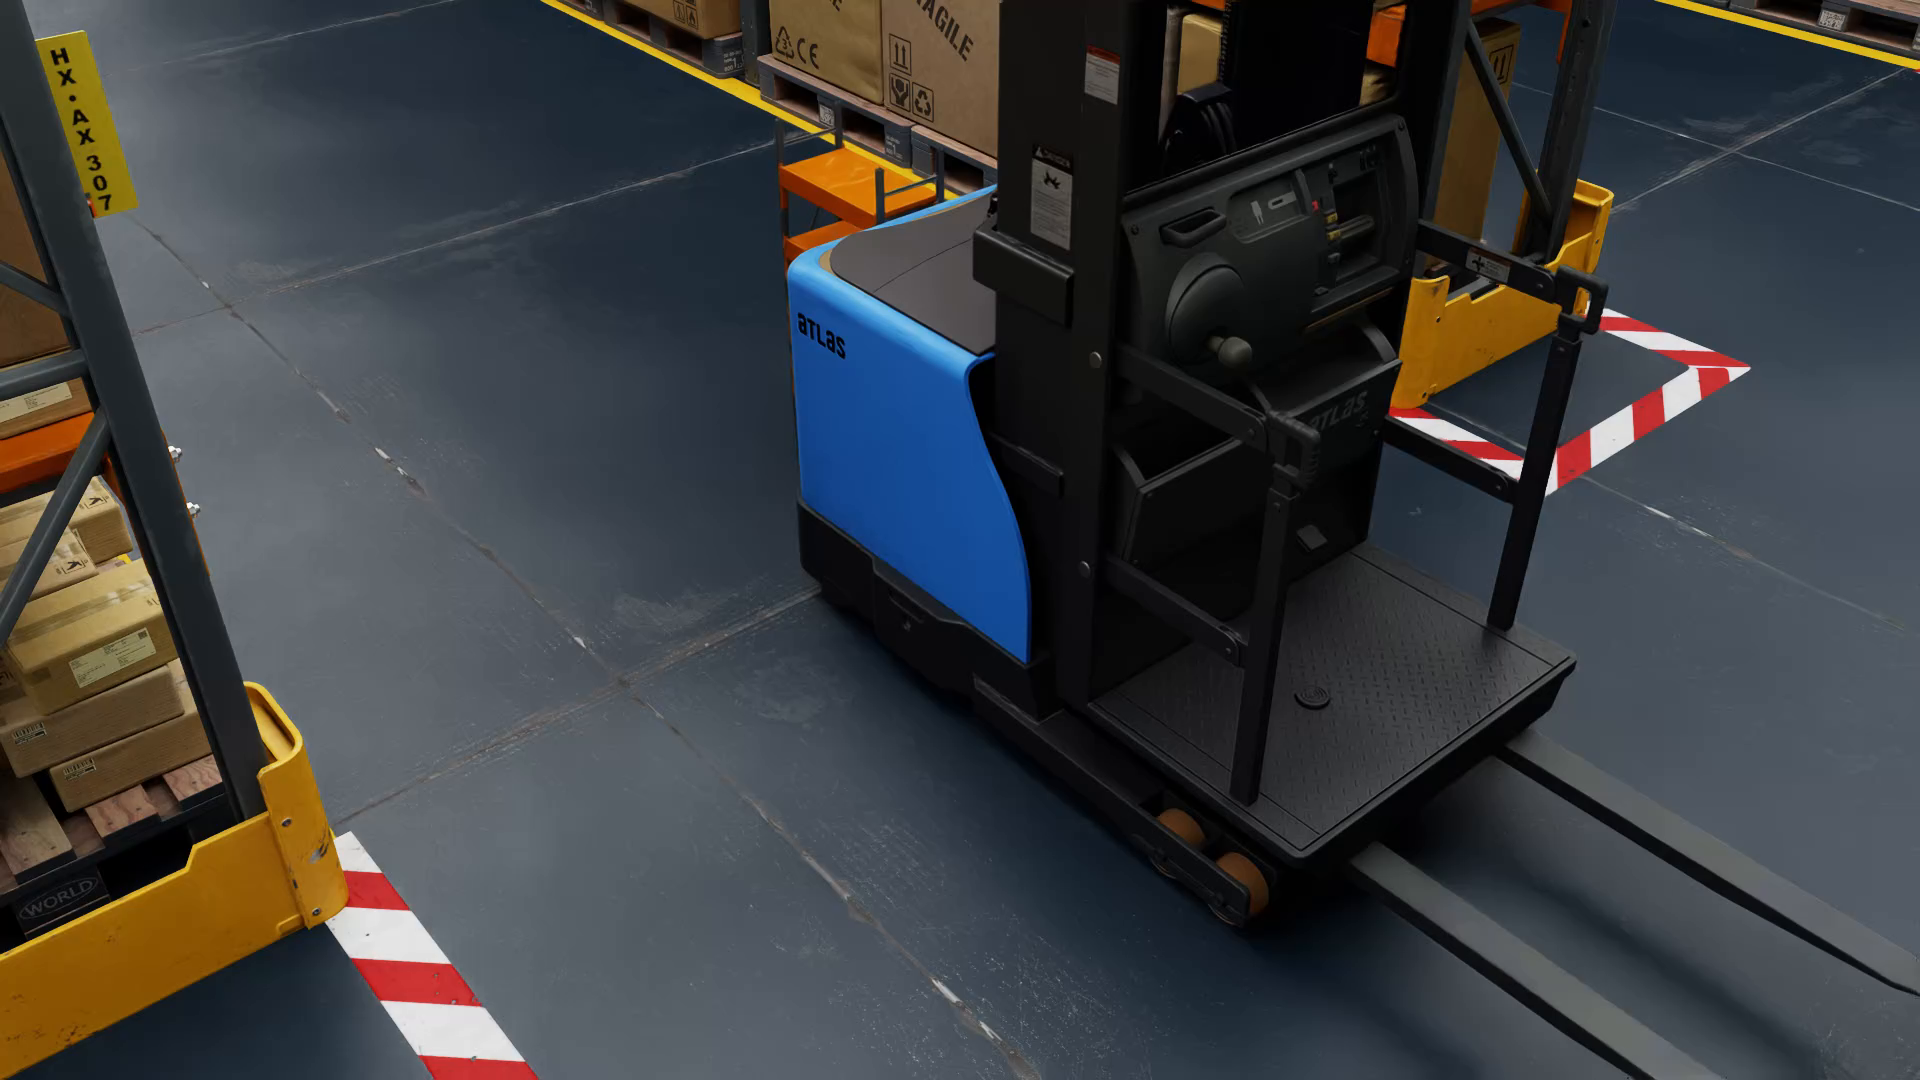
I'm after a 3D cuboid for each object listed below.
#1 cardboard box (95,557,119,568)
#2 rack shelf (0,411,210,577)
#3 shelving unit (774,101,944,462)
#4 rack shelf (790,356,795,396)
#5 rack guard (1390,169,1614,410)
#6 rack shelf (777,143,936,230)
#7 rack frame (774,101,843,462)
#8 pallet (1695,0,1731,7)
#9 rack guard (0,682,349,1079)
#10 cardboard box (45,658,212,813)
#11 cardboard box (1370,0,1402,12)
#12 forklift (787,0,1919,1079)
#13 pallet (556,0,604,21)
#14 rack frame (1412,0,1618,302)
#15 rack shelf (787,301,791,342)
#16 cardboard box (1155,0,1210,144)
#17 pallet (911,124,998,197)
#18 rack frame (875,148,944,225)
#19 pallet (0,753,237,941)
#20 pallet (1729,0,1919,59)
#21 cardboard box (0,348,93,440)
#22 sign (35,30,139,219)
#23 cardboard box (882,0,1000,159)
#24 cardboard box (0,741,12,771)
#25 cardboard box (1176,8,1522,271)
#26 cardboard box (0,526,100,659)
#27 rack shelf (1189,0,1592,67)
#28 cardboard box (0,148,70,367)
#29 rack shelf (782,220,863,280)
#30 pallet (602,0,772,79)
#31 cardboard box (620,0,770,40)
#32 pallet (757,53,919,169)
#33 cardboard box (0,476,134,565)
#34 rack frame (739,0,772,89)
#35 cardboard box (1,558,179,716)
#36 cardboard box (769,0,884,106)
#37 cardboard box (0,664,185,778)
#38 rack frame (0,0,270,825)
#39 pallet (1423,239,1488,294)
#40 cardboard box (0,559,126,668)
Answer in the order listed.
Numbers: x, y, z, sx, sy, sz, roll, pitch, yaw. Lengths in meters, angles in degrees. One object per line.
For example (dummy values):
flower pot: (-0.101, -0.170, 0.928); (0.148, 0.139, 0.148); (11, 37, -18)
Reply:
cardboard box: (-2.531, 0.125, 4.582); (0.380, 0.149, 0.250); (-25, 43, -31)
rack shelf: (-3.250, -0.760, 4.350); (1.077, 0.370, 4.000); (-26, 43, -32)
shelving unit: (-0.299, -0.693, 5.191); (0.258, 1.200, 0.503); (-26, 43, -32)
rack shelf: (-0.299, -0.476, 5.344); (0.258, 0.148, 0.480); (-26, 43, -32)
rack guard: (1.910, -0.945, 6.152); (1.175, 0.500, 0.348); (-26, 43, -32)
rack shelf: (-0.299, -1.014, 4.964); (0.258, 0.148, 0.480); (-26, 43, -32)
rack frame: (-0.457, -0.801, 5.343); (0.240, 1.200, 0.015); (-26, 43, -32)
pallet: (4.393, -3.602, 10.154); (1.003, 0.211, 1.213); (-26, 43, -32)
rack guard: (-2.008, 0.816, 3.666); (1.175, 0.500, 0.348); (-26, 43, -32)
cardboard box: (-2.053, 0.471, 4.094); (0.380, 0.149, 0.250); (-25, 42, -31)
cardboard box: (1.413, -1.908, 5.566); (0.380, 0.149, 0.250); (-25, 42, -31)
forklift: (0.852, -0.615, 3.582); (1.130, 2.935, 3.031); (-26, 43, -32)
pallet: (-2.034, -3.456, 9.947); (1.003, 0.211, 1.213); (-26, 43, -32)
rack frame: (1.895, -1.976, 5.445); (1.000, 3.000, 0.127); (-26, 43, -32)
rack shelf: (-0.299, -0.638, 5.230); (0.258, 0.148, 0.480); (-26, 43, -32)
cardboard box: (0.833, -1.935, 6.862); (0.875, 0.875, 0.875); (-26, 43, -32)
pallet: (0.536, -1.700, 7.468); (1.003, 0.211, 1.213); (-26, 43, -32)
rack frame: (-0.141, -0.586, 5.039); (0.240, 1.200, 0.015); (-26, 43, -32)
pallet: (-2.506, 0.562, 4.274); (1.003, 0.211, 1.213); (-26, 43, -32)
pallet: (5.176, -3.064, 9.394); (1.003, 0.211, 1.213); (-26, 43, -32)
cardboard box: (-1.918, -0.333, 3.343); (0.380, 0.149, 0.250); (-26, 43, -32)
sign: (-1.545, -0.726, 2.931); (0.100, 0.325, 0.005); (-26, 43, -32)
cardboard box: (0.259, -2.328, 7.416); (0.875, 0.875, 0.875); (-26, 43, -32)
cardboard box: (-2.285, 0.386, 4.214); (0.380, 0.149, 0.250); (-26, 43, -32)
cardboard box: (1.421, -1.533, 6.294); (0.875, 0.875, 0.875); (-26, 43, -32)
cardboard box: (-2.308, 0.144, 4.040); (0.380, 0.149, 0.250); (-25, 42, -31)
rack shelf: (0.604, -2.565, 6.900); (1.077, 0.370, 4.000); (-26, 43, -32)
cardboard box: (-2.038, -0.634, 3.206); (0.500, 0.500, 0.500); (-24, 42, -30)
rack shelf: (-0.299, -0.821, 5.100); (0.258, 0.148, 0.480); (-26, 43, -32)
pallet: (-1.242, -2.917, 9.186); (1.003, 0.211, 1.213); (-26, 43, -32)
cardboard box: (-1.115, -3.321, 8.820); (1.225, 0.875, 0.875); (-26, 43, -32)
pallet: (-0.256, -2.239, 8.229); (1.003, 0.211, 1.213); (-26, 43, -32)
cardboard box: (-2.373, -0.015, 4.265); (0.380, 0.149, 0.250); (-26, 43, -32)
rack frame: (-0.687, -3.742, 7.938); (1.000, 3.000, 0.127); (-26, 43, -32)
cardboard box: (-2.038, 0.220, 3.932); (0.380, 0.149, 0.250); (-28, 44, -34)
cardboard box: (-0.322, -2.725, 7.978); (0.875, 0.875, 0.875); (-26, 43, -32)
cardboard box: (-2.101, 0.373, 3.974); (0.380, 0.149, 0.250); (-24, 42, -30)
rack frame: (-1.959, -0.171, 2.896); (1.000, 3.000, 0.127); (-26, 43, -32)
pallet: (1.319, -1.162, 6.708); (1.003, 0.211, 1.213); (-26, 43, -32)
cardboard box: (-2.235, 0.231, 4.175); (0.380, 0.149, 0.250); (-26, 43, -32)
